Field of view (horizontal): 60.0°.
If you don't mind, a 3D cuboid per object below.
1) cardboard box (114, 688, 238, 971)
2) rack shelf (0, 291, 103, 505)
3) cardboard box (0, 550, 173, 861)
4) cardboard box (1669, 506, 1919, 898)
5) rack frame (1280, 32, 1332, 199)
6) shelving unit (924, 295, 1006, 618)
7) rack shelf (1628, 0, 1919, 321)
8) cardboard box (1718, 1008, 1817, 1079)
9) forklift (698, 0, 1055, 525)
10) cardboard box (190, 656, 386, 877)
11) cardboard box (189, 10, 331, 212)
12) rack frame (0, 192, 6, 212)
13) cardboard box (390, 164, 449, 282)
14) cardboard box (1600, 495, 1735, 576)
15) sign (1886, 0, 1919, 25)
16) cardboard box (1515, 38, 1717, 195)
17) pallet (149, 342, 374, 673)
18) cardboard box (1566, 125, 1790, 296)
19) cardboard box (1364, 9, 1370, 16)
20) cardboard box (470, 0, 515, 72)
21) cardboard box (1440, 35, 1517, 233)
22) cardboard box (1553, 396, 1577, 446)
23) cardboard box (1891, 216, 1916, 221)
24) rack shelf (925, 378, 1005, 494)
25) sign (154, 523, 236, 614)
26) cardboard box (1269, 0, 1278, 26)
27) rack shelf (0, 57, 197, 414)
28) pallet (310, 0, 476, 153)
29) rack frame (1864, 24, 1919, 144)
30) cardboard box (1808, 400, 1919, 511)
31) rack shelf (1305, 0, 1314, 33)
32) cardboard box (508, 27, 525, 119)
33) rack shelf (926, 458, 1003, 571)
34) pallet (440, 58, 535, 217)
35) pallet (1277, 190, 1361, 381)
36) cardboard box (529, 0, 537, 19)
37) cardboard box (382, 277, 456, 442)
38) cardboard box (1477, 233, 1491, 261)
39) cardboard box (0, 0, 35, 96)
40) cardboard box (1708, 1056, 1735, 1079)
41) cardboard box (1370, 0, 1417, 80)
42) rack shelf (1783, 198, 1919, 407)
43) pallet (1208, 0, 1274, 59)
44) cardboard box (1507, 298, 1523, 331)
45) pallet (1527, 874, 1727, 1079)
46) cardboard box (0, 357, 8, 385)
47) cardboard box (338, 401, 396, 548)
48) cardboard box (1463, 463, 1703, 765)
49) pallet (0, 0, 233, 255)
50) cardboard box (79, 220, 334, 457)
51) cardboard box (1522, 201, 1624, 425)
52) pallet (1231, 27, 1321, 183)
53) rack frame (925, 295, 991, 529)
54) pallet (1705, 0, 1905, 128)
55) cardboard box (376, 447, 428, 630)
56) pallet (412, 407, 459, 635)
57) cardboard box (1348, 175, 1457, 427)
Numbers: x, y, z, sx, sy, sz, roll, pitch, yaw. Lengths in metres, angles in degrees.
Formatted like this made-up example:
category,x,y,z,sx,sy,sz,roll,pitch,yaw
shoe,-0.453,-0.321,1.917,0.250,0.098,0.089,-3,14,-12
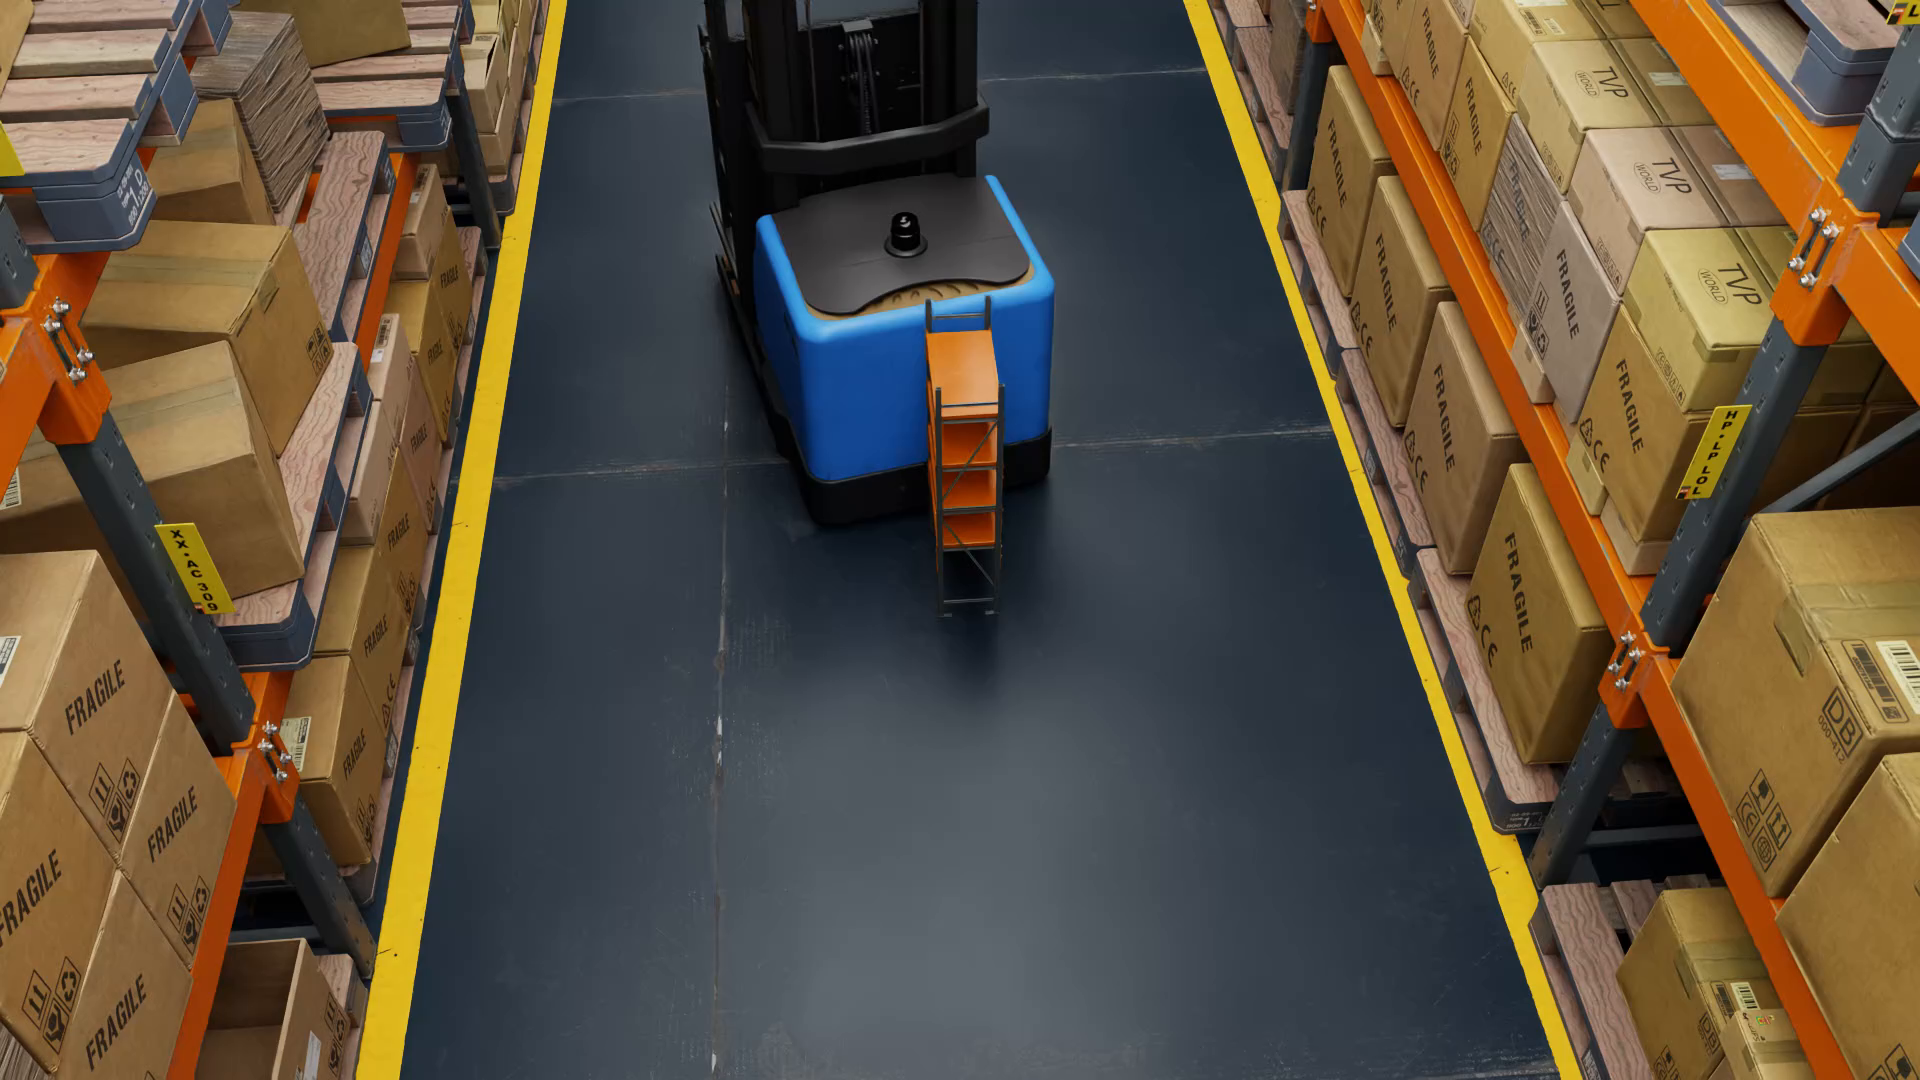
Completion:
category,x,y,z,sx,sy,sz,roll,pitch,yaw
cardboard box,-2.153,0.723,4.067,0.500,0.500,0.500,-3,47,-3
rack shelf,-2.283,1.074,2.233,1.077,0.370,4.000,-3,47,-3
cardboard box,-2.150,0.383,3.700,0.500,0.500,0.500,-3,47,-3
cardboard box,2.514,0.398,4.237,0.980,0.700,0.700,-3,47,-3
rack frame,2.150,-2.787,7.460,1.000,3.000,0.127,-3,47,-3
shelving unit,0.014,-0.293,6.337,0.258,1.200,0.503,-3,47,-3
rack shelf,2.318,-2.124,5.261,1.077,0.370,4.000,-3,47,-3
cardboard box,2.293,1.406,4.475,0.380,0.149,0.250,-2,47,-2
forklift,-0.539,-2.165,6.918,1.130,2.935,3.031,-13,48,-12
cardboard box,-2.248,0.755,5.524,0.500,0.500,0.500,-5,47,-5
cardboard box,-2.734,-1.540,5.921,0.700,0.500,0.500,4,47,4
rack frame,-2.451,-1.652,2.253,1.000,3.000,0.127,-3,47,-3
cardboard box,-2.464,-1.330,6.982,0.500,0.250,0.500,-2,47,-2
cardboard box,2.175,-0.040,5.018,0.380,0.149,0.250,-3,47,-3
sign,1.945,-1.170,3.290,0.100,0.325,0.005,-3,47,-3
cardboard box,2.115,-1.356,5.301,0.500,0.250,0.500,-3,47,-3
pallet,-2.409,-0.108,5.055,1.003,0.211,1.213,-3,47,-3
cardboard box,2.158,-0.987,4.951,0.500,0.250,0.500,-3,47,-2
cardboard box,1.960,-2.272,7.132,0.380,0.149,0.250,-3,47,-3
cardboard box,-2.589,-2.651,8.550,0.500,0.311,0.500,-5,47,-4
cardboard box,2.062,-1.448,5.905,0.500,0.500,0.500,-2,47,-2
cardboard box,2.154,-0.412,5.370,0.380,0.149,0.250,-2,47,-2
cardboard box,2.656,-1.021,4.983,0.500,0.250,0.500,-3,47,-3
rack shelf,0.014,-0.400,6.224,0.258,0.148,0.480,-3,47,-3
sign,-1.911,0.075,4.153,0.100,0.325,0.005,-3,47,-3
cardboard box,2.111,-2.976,9.058,0.700,0.500,0.500,-4,47,-3
rack shelf,-2.618,-1.820,4.974,1.077,0.370,4.000,-3,47,-3
pallet,-2.659,-1.931,6.781,1.213,0.211,1.003,-3,47,-3
rack frame,2.485,-1.956,2.541,1.000,3.000,0.127,-3,47,-3
cardboard box,2.698,-0.384,4.897,0.500,0.500,0.500,-5,47,-5
rack shelf,1.983,-3.986,9.091,1.077,0.370,4.000,-3,47,-3
cardboard box,-2.580,-2.442,8.738,0.500,0.250,0.500,-5,47,-4
rack shelf,0.014,-0.110,6.530,0.258,0.148,0.480,-3,47,-3
pallet,-2.816,-2.122,8.751,1.003,0.211,1.213,-3,47,-3
pallet,2.141,-1.253,7.928,1.003,0.211,1.213,-3,47,-3
cardboard box,-2.672,-3.189,9.445,0.500,0.250,0.500,-3,47,-2
cardboard box,-2.430,-0.738,6.938,0.500,0.500,0.500,-5,47,-5
cardboard box,2.101,-1.155,6.074,0.380,0.149,0.250,-2,47,-2
cardboard box,-2.419,-1.202,3.466,0.600,0.600,0.600,-8,47,-7
cardboard box,2.485,1.733,4.611,0.700,0.500,0.500,-4,47,-4
cardboard box,1.971,-2.184,6.601,0.500,0.500,0.500,-2,47,-2
rack shelf,2.653,0.770,2.521,1.077,0.370,4.000,-3,47,-3
pallet,1.988,-3.274,9.842,1.003,0.211,1.213,-3,47,-3
cardboard box,2.118,-0.780,5.719,0.380,0.149,0.250,-3,47,-3
pallet,2.471,1.621,5.206,1.003,0.211,1.213,-3,47,-3
cardboard box,-2.145,-0.233,3.079,0.500,0.250,0.500,-3,47,-3
cardboard box,-2.332,-0.227,5.937,0.500,0.250,0.500,-3,47,-3
cardboard box,2.301,0.240,5.785,0.750,0.750,0.750,-3,47,-3
pallet,-2.435,-1.032,3.861,1.213,0.211,1.003,-3,47,-3
cardboard box,-2.388,-0.618,5.047,0.700,0.500,0.500,3,47,3
cardboard box,2.143,-0.723,5.218,0.500,0.500,0.500,-3,47,-3
pallet,2.087,-2.393,9.008,1.003,0.211,1.213,-3,47,-3
rack frame,-0.007,-0.469,6.505,0.240,1.200,0.015,-3,47,-3
pallet,2.359,-1.519,4.325,0.805,0.209,1.217,-5,47,-5
cardboard box,-2.338,0.007,6.232,0.500,0.500,0.500,-3,47,-3
pallet,-2.662,-0.101,6.837,1.003,0.211,1.213,-3,47,-3
cardboard box,2.148,-1.018,6.976,0.750,0.750,0.750,-4,47,-3
